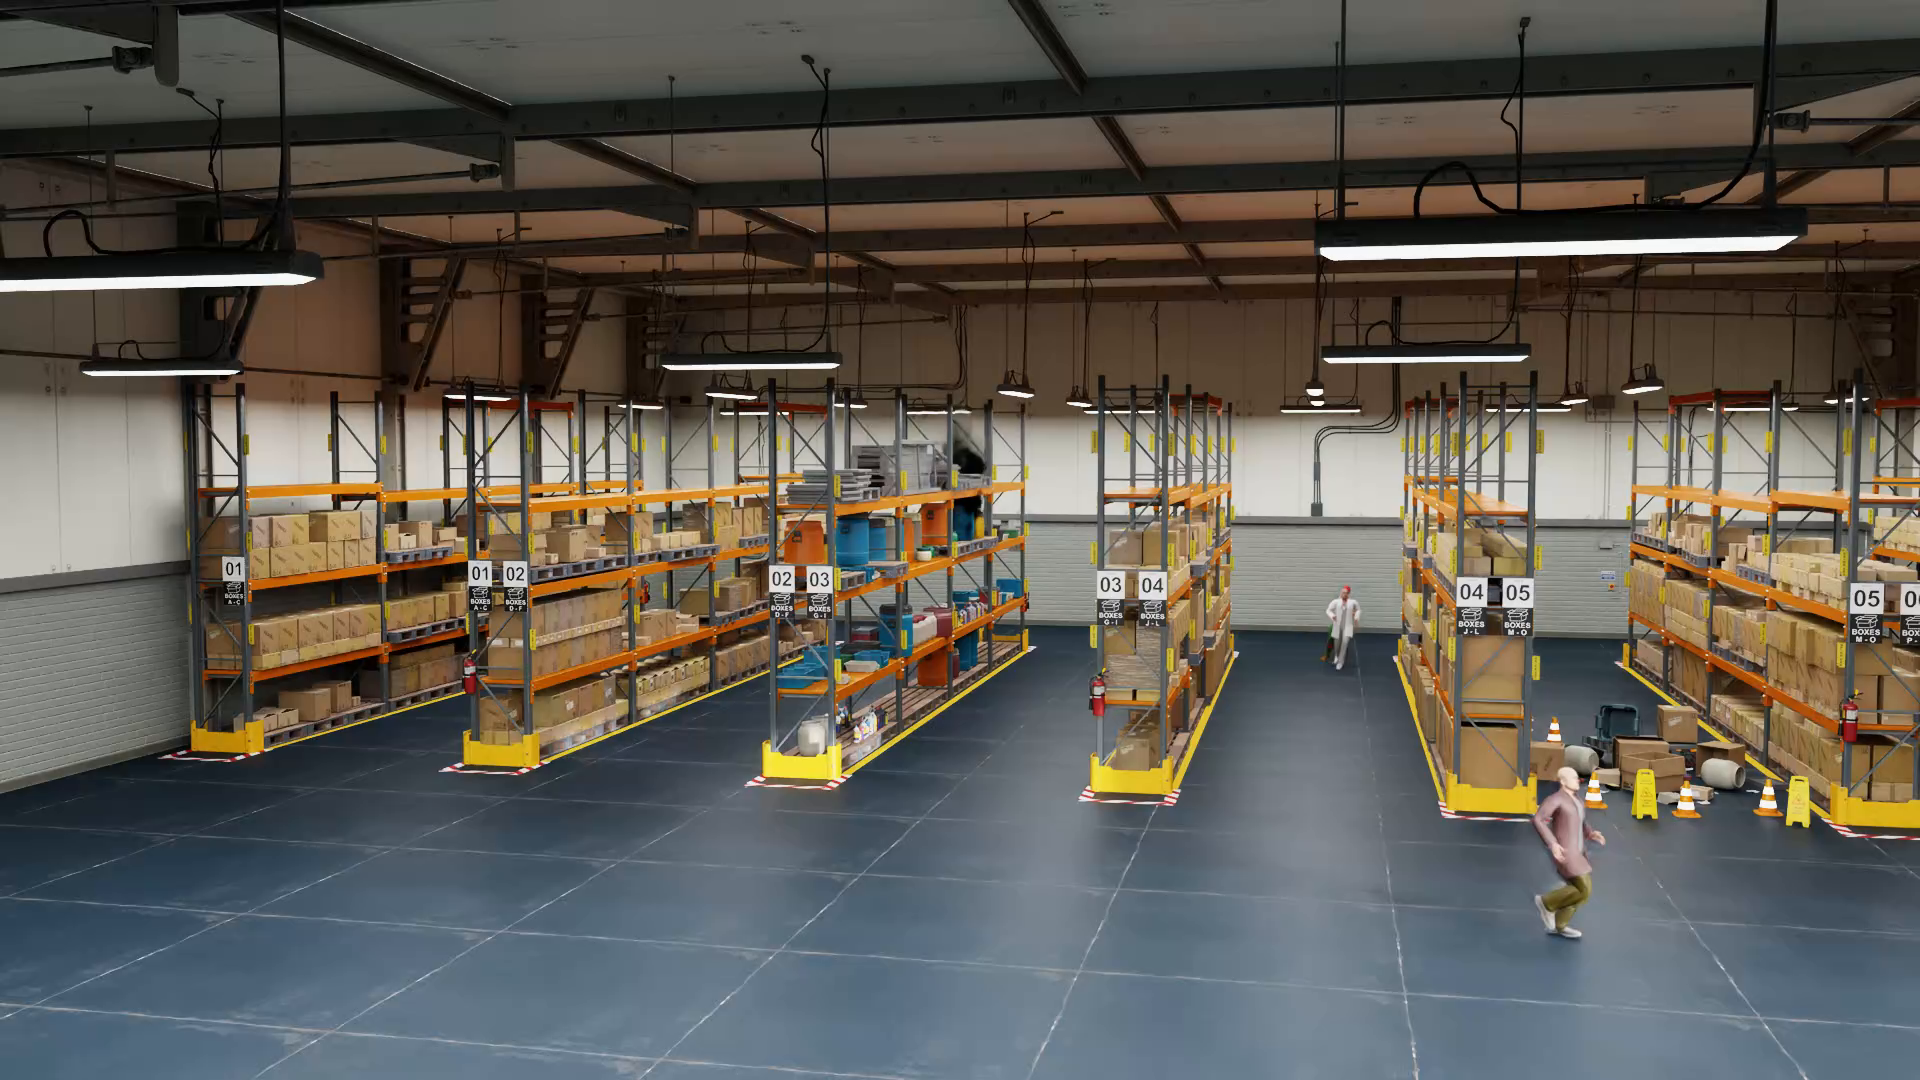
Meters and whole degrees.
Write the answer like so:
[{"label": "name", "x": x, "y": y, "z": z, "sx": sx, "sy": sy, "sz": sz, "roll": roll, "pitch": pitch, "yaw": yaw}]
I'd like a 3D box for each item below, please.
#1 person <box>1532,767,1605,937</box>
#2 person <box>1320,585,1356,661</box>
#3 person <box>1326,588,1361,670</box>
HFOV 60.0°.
[{"label": "person", "x": 6.193, "y": 3.170, "z": 16.844, "sx": 0.628, "sy": 1.732, "sz": 0.704, "roll": 3, "pitch": 5, "yaw": 44}, {"label": "person", "x": 8.845, "y": 1.895, "z": 38.393, "sx": 0.732, "sy": 1.717, "sz": 0.913, "roll": 3, "pitch": 4, "yaw": 42}, {"label": "person", "x": 8.585, "y": 1.976, "z": 37.270, "sx": 0.748, "sy": 1.788, "sz": 1.057, "roll": 1, "pitch": 3, "yaw": 17}]
